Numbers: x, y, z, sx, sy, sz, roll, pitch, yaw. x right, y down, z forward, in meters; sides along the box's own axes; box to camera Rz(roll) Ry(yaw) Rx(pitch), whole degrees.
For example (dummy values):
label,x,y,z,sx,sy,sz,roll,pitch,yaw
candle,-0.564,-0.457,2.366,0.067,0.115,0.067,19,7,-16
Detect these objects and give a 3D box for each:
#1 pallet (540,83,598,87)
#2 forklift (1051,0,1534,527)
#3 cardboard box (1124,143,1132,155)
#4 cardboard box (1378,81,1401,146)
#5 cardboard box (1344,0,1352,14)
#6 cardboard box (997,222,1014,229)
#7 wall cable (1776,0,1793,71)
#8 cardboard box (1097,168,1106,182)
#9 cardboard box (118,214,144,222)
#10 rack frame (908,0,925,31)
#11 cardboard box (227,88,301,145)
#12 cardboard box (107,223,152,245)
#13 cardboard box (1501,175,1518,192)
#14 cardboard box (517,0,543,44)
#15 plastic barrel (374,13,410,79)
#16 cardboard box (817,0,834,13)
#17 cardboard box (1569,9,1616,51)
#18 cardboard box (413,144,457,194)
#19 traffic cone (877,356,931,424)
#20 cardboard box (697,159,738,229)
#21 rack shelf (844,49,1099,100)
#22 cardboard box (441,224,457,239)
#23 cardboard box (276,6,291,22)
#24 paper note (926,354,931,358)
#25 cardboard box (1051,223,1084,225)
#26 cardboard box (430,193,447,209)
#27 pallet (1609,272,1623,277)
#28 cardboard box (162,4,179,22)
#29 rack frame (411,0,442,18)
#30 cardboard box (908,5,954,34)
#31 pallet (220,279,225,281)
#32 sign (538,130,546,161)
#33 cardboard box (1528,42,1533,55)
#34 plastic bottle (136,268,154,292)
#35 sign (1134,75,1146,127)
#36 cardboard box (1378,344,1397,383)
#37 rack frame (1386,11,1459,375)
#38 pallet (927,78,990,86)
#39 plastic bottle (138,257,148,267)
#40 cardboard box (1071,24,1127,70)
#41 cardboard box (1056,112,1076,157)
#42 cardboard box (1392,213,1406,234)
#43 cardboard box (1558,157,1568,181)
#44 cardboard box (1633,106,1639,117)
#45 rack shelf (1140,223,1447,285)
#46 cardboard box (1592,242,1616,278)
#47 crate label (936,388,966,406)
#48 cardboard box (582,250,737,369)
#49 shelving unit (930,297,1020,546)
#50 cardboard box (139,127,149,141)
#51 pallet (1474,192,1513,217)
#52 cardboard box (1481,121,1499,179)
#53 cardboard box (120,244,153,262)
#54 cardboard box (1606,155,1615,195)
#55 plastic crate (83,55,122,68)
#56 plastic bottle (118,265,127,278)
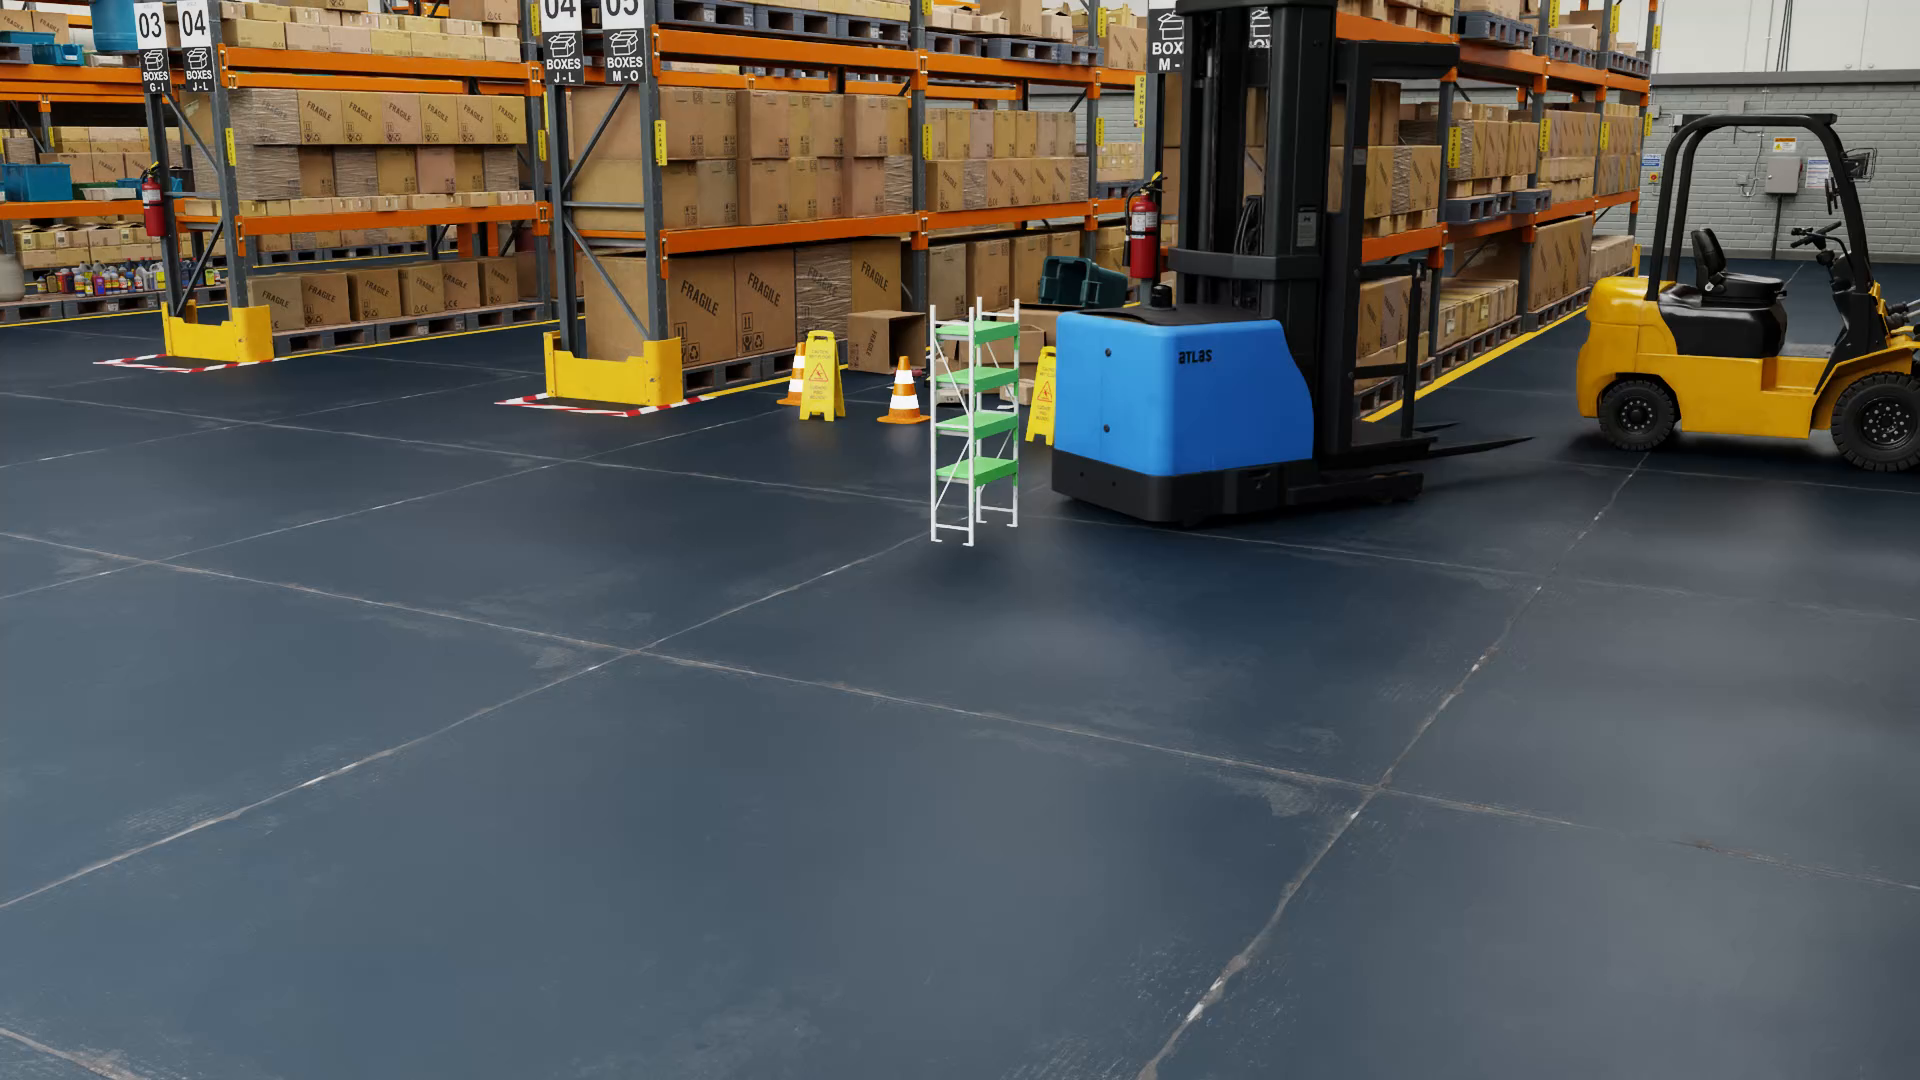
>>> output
label,x,y,z,sx,sy,sz,roll,pitch,yaw
pallet,-6.398,-7.156,25.819,1.003,0.211,1.213,7,15,28
forklift,2.048,-1.724,9.433,3.031,2.935,1.130,-8,16,-30
cardboard box,1.908,-4.834,20.554,0.380,0.149,0.250,7,15,26
cardboard box,3.182,-3.483,13.598,0.700,0.500,0.500,7,15,27
cardboard box,2.400,-3.584,11.135,0.380,0.149,0.250,7,15,28
cardboard box,0.471,-5.485,28.522,0.875,0.875,0.875,7,15,28
wall cable,14.966,-9.056,26.815,2.988,3.039,0.133,7,15,28
cardboard box,1.529,-4.381,19.945,0.380,0.149,0.250,7,15,27
cardboard box,-15.266,-5.970,30.589,0.750,0.750,0.750,7,15,28
rack frame,-0.798,-6.326,15.572,1.000,3.000,0.127,7,15,28
cardboard box,-6.520,-3.933,15.464,0.500,0.500,0.500,7,15,28
cardboard box,-12.601,-4.627,25.102,0.500,0.311,0.500,8,16,30
cardboard box,5.167,-3.449,16.081,0.380,0.149,0.250,8,16,29
cardboard box,-4.777,-5.790,18.633,0.797,0.503,0.637,7,15,25
plastic barrel,-8.080,-6.932,23.417,0.600,0.901,0.600,0,14,0
cardboard box,-1.308,-4.626,14.347,0.380,0.149,0.250,7,15,28
cardboard box,7.920,-6.367,20.820,0.500,0.500,0.500,8,16,29
cardboard box,-5.788,-3.887,17.410,0.875,0.500,0.500,7,15,28
traffic cone,-0.407,-1.106,12.133,0.336,0.463,0.334,7,15,28
cardboard box,-2.345,-2.858,13.669,0.875,0.550,0.550,7,15,28
rack shelf,0.169,-4.928,17.710,1.077,0.370,4.000,7,15,28
cardboard box,-9.501,-5.725,30.678,0.500,0.311,0.500,7,15,28
cardboard box,-6.465,-4.889,15.481,0.380,0.149,0.250,7,15,27
paper note,-0.330,-1.726,15.625,0.147,0.020,0.142,-3,14,-11
cardboard box,1.472,-3.858,20.975,0.500,0.250,0.500,8,16,29
cardboard box,-5.585,-3.542,17.360,0.380,0.149,0.250,7,15,28
pallet,8.477,-3.553,22.822,1.003,0.211,1.213,7,15,28
cardboard box,-7.163,-4.843,15.290,0.380,0.149,0.250,7,15,28
rack frame,-7.493,-8.290,23.721,1.000,3.000,0.127,7,15,28
cardboard box,-0.393,-5.326,17.034,0.500,0.250,0.500,7,15,28
pallet,-9.081,-3.363,22.033,1.003,0.211,1.213,7,15,28
sign,-4.612,-4.353,18.342,0.100,0.325,0.005,7,15,28
cardboard box,5.550,-4.938,16.750,0.380,0.149,0.250,7,15,28
plastic bottle,-9.816,-3.140,20.029,0.152,0.276,0.135,8,16,29
sign,1.174,-2.832,10.736,0.100,0.325,0.005,7,15,28
cardboard box,3.035,-1.371,12.790,0.500,0.250,0.500,8,16,29
rack frame,3.584,-2.869,14.035,1.000,3.000,0.127,7,15,28
pallet,-0.228,-7.464,26.885,1.003,0.211,1.213,7,15,28
plastic bottle,-10.180,-3.361,20.787,0.144,0.351,0.185,8,16,30
cardboard box,1.645,-5.824,19.677,0.500,0.500,0.500,7,15,28
cardboard box,0.910,-4.674,19.173,0.700,0.500,0.500,7,15,28
cardboard box,3.207,-2.438,12.781,0.380,0.149,0.250,7,15,27
cardboard box,6.482,-4.143,18.571,0.500,0.250,0.500,7,15,28
cardboard box,9.234,-5.968,23.156,0.380,0.149,0.250,7,15,28
rack shelf,2.617,-2.109,12.417,1.077,0.370,4.000,7,15,28
cardboard box,8.281,-3.770,22.340,0.875,0.438,0.875,7,15,26
crate label,-0.081,-1.116,12.869,0.250,0.136,0.298,0,14,-1
cardboard box,-2.461,-1.907,13.679,0.875,0.875,0.875,7,15,28
shelving unit,0.080,-0.617,8.534,0.258,1.200,0.503,7,15,28
cardboard box,-14.981,-7.447,30.530,0.500,0.250,0.500,7,15,27
pallet,4.597,-3.186,15.757,1.003,0.211,1.213,7,15,28
cardboard box,4.555,-3.533,15.044,0.500,0.500,0.500,7,15,28
cardboard box,-12.606,-4.353,25.160,0.500,0.250,0.500,8,16,29
cardboard box,8.155,-4.729,21.534,0.500,0.500,0.500,7,15,28
plastic crate,-9.849,-5.508,19.143,0.243,0.136,0.396,7,15,28
plastic bottle,-10.310,-3.249,20.493,0.097,0.271,0.097,0,14,0
